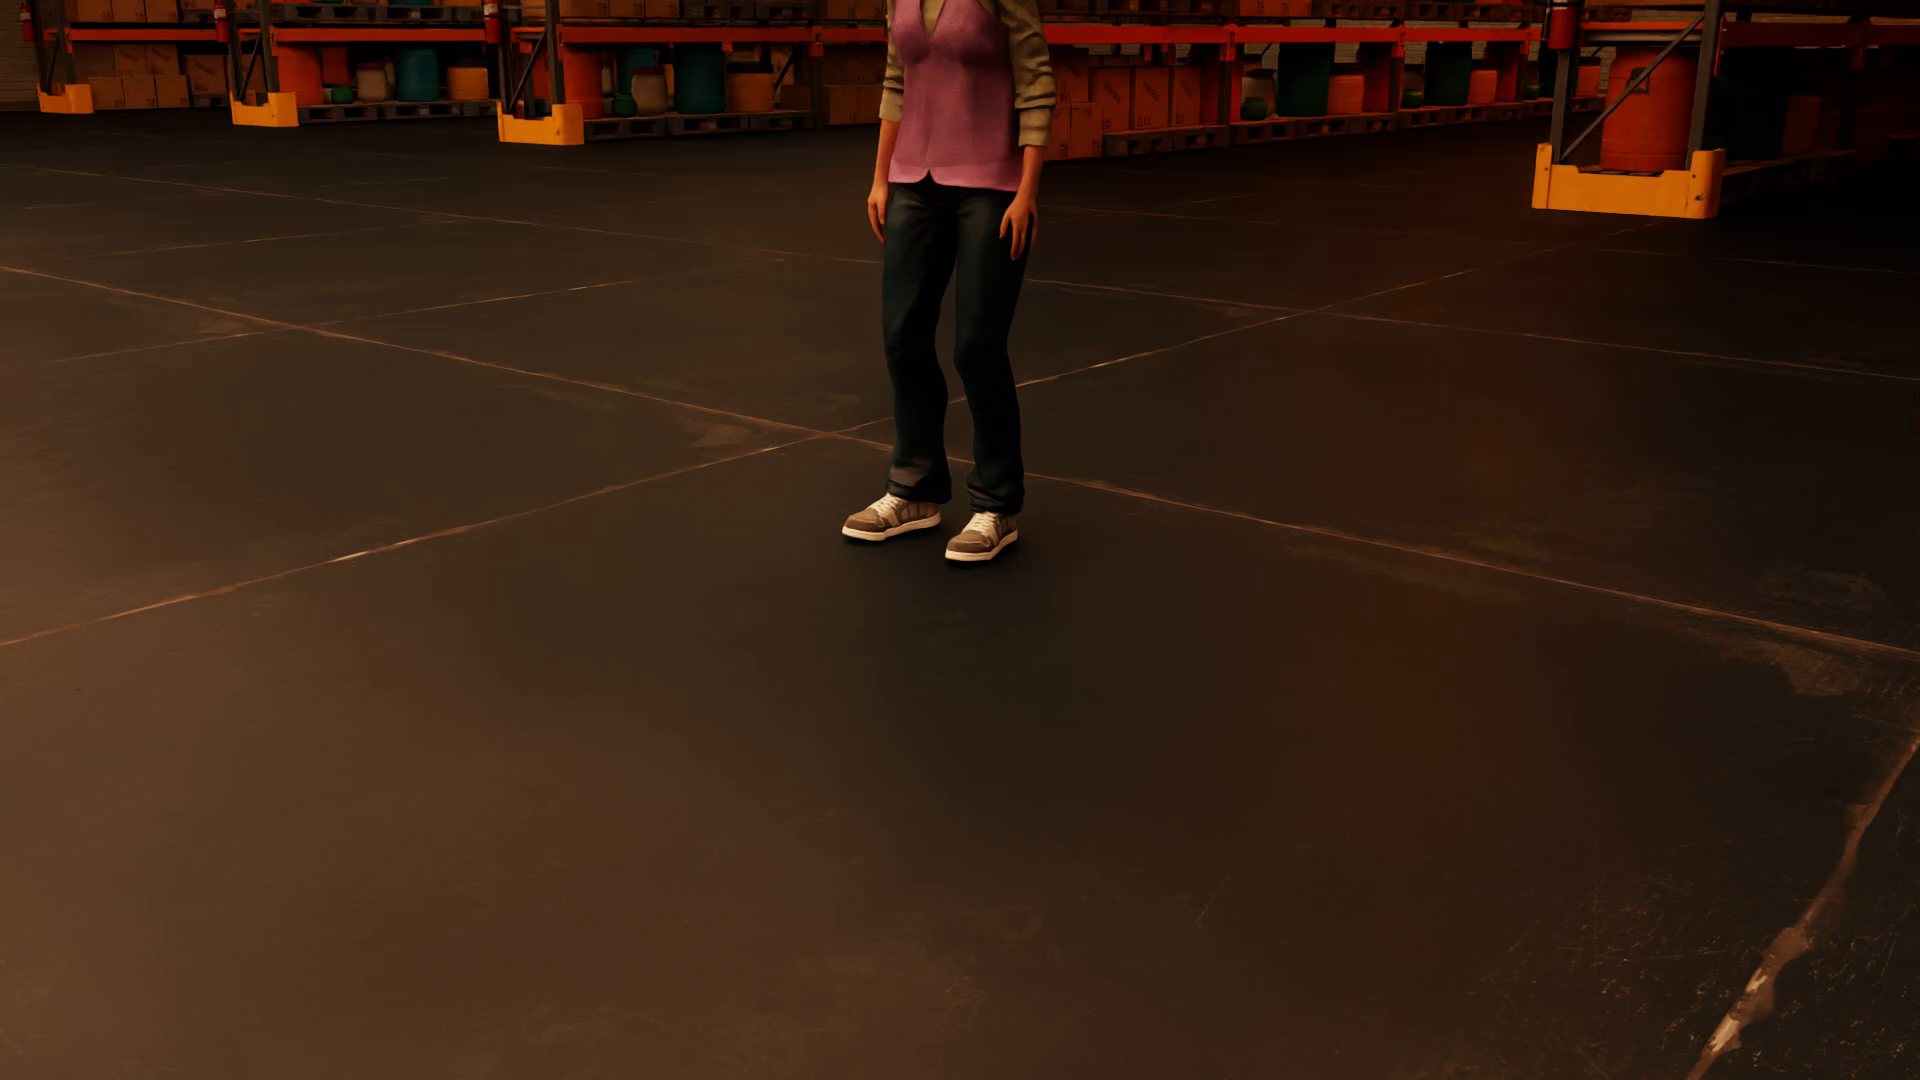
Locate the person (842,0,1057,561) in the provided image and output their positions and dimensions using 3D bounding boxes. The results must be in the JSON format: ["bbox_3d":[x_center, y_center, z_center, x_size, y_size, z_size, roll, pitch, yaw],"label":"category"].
[{"bbox_3d":[-0.009,-0.756,3.692,0.467,1.592,0.344,13,21,36],"label":"person"}]

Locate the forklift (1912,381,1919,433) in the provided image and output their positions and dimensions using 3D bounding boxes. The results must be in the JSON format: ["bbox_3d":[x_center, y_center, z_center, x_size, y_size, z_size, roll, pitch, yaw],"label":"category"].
[{"bbox_3d":[4.255,-1.566,4.053,3.031,2.935,1.130,-2,17,-7],"label":"forklift"}]
